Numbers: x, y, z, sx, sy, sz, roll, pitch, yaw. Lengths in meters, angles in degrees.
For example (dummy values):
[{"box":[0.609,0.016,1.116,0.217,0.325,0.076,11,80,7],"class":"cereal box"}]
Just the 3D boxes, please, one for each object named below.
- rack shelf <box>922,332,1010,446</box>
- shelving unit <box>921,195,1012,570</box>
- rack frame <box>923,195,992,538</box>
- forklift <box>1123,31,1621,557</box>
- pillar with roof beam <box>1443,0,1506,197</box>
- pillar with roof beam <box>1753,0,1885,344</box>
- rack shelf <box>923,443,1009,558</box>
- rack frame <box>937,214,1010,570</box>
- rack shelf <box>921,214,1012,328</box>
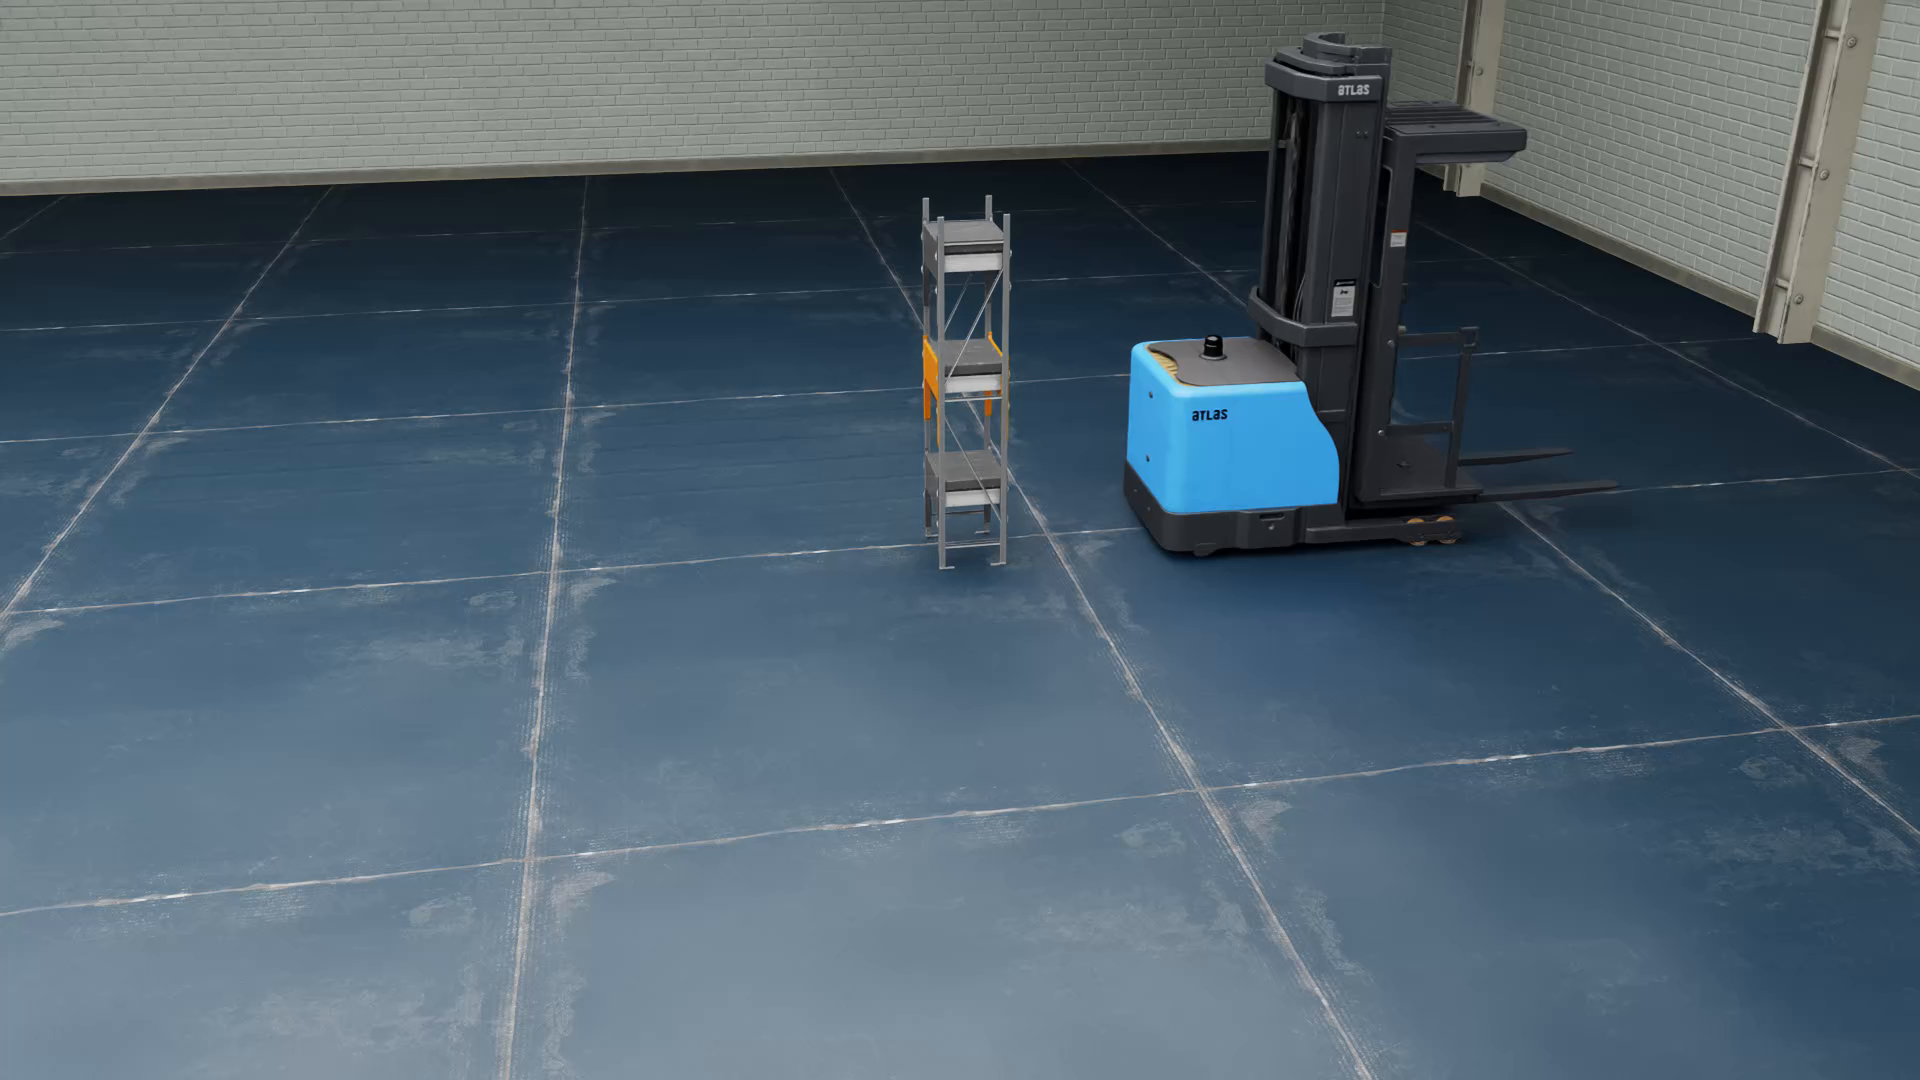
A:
[{"box":[0.031,-0.885,9.686,0.431,0.518,0.480,-4,24,-10],"class":"rack shelf"},{"box":[0.031,-0.897,9.681,0.431,2.100,0.503,-4,24,-10],"class":"shelving unit"},{"box":[-0.015,-0.993,9.900,0.400,2.100,0.015,-4,24,-10],"class":"rack frame"},{"box":[2.622,-1.511,10.048,3.031,2.935,1.130,-4,24,-9],"class":"forklift"},{"box":[1.705,-7.910,17.118,9.100,9.000,0.400,-4,24,-10],"class":"pillar with roof beam"},{"box":[2.814,-5.550,11.714,9.100,9.000,0.400,-4,24,-10],"class":"pillar with roof beam"},{"box":[0.031,-0.243,9.966,0.431,0.518,0.480,-4,24,-10],"class":"rack shelf"},{"box":[0.076,-0.801,9.461,0.400,2.100,0.015,-4,24,-10],"class":"rack frame"},{"box":[0.031,-1.526,9.406,0.431,0.518,0.480,-4,24,-10],"class":"rack shelf"}]
